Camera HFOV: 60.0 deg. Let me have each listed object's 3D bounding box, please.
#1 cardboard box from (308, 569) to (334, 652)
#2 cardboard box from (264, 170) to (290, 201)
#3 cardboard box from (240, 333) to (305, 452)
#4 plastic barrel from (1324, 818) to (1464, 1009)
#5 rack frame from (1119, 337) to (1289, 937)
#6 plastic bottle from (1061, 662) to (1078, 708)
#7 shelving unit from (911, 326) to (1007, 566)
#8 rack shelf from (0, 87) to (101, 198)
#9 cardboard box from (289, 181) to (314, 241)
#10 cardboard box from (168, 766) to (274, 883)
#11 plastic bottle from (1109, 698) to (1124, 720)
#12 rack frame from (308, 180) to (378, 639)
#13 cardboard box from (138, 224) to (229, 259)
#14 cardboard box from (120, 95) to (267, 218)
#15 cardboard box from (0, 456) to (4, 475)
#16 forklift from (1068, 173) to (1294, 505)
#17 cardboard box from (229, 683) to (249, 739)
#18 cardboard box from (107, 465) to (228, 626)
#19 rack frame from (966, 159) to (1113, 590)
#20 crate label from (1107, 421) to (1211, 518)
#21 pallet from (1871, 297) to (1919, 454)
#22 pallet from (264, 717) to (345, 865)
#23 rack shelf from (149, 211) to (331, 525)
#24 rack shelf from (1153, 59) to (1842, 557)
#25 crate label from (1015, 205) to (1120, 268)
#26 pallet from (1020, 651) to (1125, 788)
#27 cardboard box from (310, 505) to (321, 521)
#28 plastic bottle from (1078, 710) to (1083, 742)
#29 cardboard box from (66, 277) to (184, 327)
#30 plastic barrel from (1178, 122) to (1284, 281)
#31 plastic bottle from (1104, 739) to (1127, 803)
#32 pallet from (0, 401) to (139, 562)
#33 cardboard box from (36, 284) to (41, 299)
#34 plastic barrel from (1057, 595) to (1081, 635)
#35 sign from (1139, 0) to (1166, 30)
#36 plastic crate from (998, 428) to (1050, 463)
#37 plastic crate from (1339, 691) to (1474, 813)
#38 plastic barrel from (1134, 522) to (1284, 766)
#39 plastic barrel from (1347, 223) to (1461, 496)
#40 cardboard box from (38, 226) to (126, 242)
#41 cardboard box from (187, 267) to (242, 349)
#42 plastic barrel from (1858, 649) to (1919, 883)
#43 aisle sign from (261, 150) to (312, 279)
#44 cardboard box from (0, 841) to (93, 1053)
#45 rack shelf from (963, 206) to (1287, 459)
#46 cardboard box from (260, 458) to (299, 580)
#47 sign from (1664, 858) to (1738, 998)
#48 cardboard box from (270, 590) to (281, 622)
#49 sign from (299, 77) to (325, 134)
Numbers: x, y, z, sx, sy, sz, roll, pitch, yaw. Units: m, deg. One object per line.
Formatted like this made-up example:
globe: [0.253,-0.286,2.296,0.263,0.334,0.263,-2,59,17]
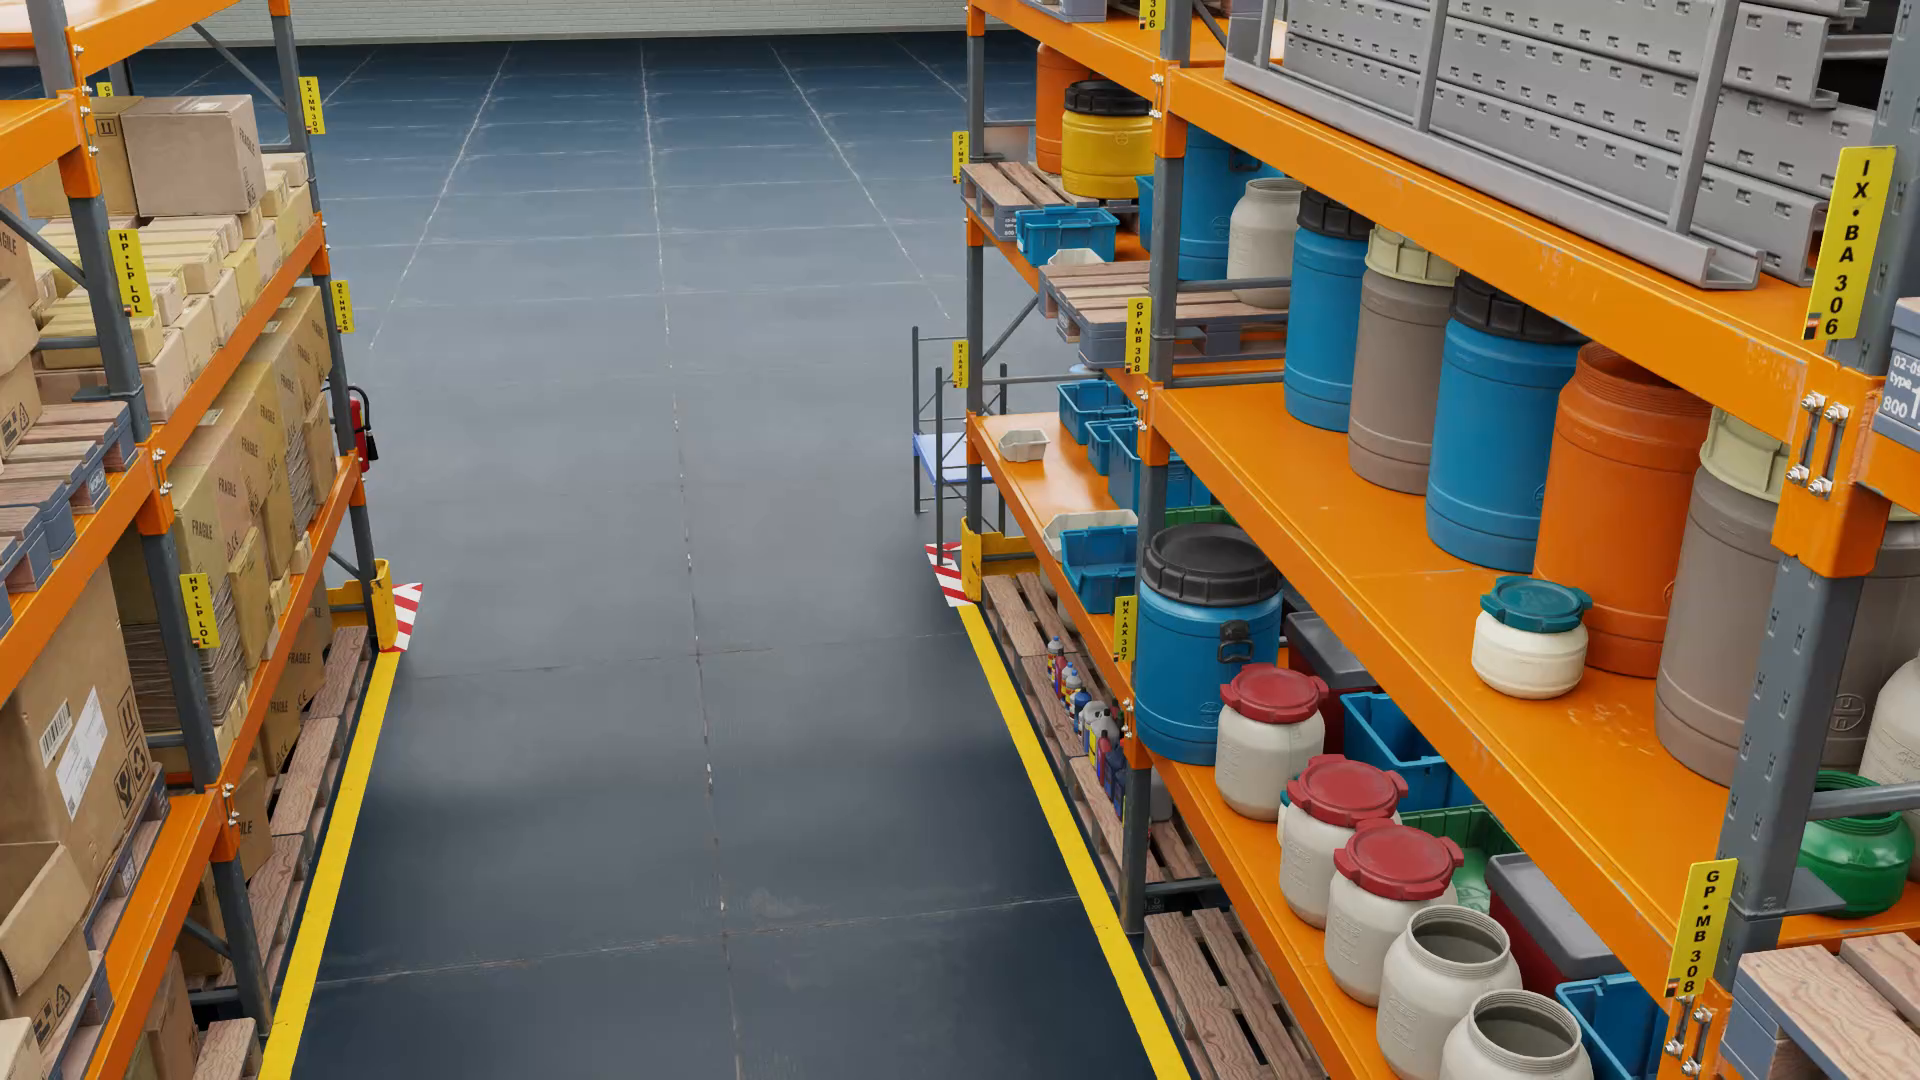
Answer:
cardboard box: [-4.223,0.485,10.233,0.500,0.500,0.500,0,24,0]
cardboard box: [-3.872,-1.907,9.053,0.380,0.149,0.250,-5,24,-12]
cardboard box: [-3.789,-0.764,8.749,0.500,0.500,0.500,-4,24,-10]
plastic barrel: [1.463,1.281,5.643,0.433,0.535,0.433,0,24,0]
rack frame: [1.286,0.492,7.619,1.000,3.000,0.127,-4,24,-10]
plastic bottle: [0.638,0.838,9.685,0.097,0.271,0.097,0,24,0]
shelving unit: [-0.016,-0.721,12.269,0.538,1.500,1.048,-4,24,-10]
rack shelf: [-3.212,-0.591,4.002,1.077,0.370,4.000,-4,24,-10]
cardboard box: [-3.983,-1.850,9.421,0.500,0.250,0.500,-4,24,-9]
cardboard box: [-3.730,1.426,8.078,0.500,0.500,0.500,3,24,7]
plastic bottle: [0.867,1.028,9.235,0.061,0.283,0.133,-4,24,-10]
rack frame: [-4.322,-0.715,10.382,1.000,3.000,0.127,-4,24,-10]
cardboard box: [-3.698,-1.390,7.869,0.380,0.149,0.250,-4,24,-8]
cardboard box: [-3.786,-1.910,8.249,0.500,0.500,0.500,-4,24,-10]
cardboard box: [-3.310,-0.285,5.293,0.396,0.266,0.258,-3,24,-8]
forklift: [2.404,-1.746,12.828,3.031,2.935,1.130,-8,25,-18]
cardboard box: [-3.359,0.767,7.302,0.380,0.149,0.250,-4,24,-10]
cardboard box: [-3.415,0.022,6.949,0.500,0.500,0.500,-4,24,-10]
rack frame: [0.546,-1.082,11.222,1.000,3.000,0.127,-4,24,-10]
crate label: [1.152,-0.394,9.603,0.502,0.435,0.616,-4,24,-10]
pallet: [2.128,-0.128,2.279,1.213,0.211,1.003,-4,24,-10]
pallet: [-3.970,1.394,9.038,1.003,0.211,1.213,-4,24,-10]
rack shelf: [-3.952,-0.973,8.125,1.077,0.370,4.000,-4,24,-10]
rack shelf: [1.656,-0.958,4.841,1.077,0.370,4.000,-4,24,-10]
crate label: [0.567,-1.628,8.909,0.502,0.251,0.408,-4,24,-10]
pallet: [0.973,1.021,9.890,1.003,0.211,1.213,-4,24,-10]
cardboard box: [-3.892,-0.211,9.541,0.380,0.149,0.250,-4,24,-10]
plastic bottle: [0.713,1.029,9.335,0.097,0.201,0.097,0,24,0]
cardboard box: [-3.485,-0.989,6.952,0.380,0.149,0.250,-4,24,-9]
plastic barrel: [1.207,-1.705,7.749,0.600,0.901,0.708,-4,24,-10]
plastic bottle: [0.848,1.196,8.765,0.144,0.351,0.185,-6,24,-12]
pallet: [-3.572,-0.180,5.643,1.213,0.211,1.003,-4,24,-10]
cardboard box: [-4.017,-0.941,6.841,0.380,0.149,0.250,-6,24,-12]
plastic barrel: [0.836,0.316,10.604,0.421,0.512,0.421,0,24,0]
sign: [0.743,-2.126,6.377,0.100,0.325,0.005,-4,24,-10]
plastic crate: [0.395,-0.585,10.414,0.298,0.136,0.250,-4,24,-10]
plastic crate: [1.795,0.910,6.682,0.392,0.384,0.575,-4,24,-10]
plastic barrel: [1.059,0.436,7.120,0.600,0.901,0.708,-4,24,-10]
plastic barrel: [1.714,-0.672,5.908,0.600,0.901,0.600,0,24,0]
cardboard box: [-4.138,-1.367,7.817,0.380,0.149,0.250,-5,24,-12]
cardboard box: [-3.598,-1.048,7.583,0.500,0.250,0.500,-5,24,-12]
plastic barrel: [2.269,0.494,3.726,0.421,0.512,0.421,0,24,0]
aisle sign: [-4.038,-1.953,9.969,0.394,0.787,0.004,-4,24,-10]
cardboard box: [-3.171,1.293,5.130,0.797,0.503,0.637,-2,24,-4]
rack shelf: [0.916,-1.340,8.964,1.077,0.370,4.000,-4,24,-10]
cardboard box: [-3.905,-0.094,8.463,0.875,0.500,0.500,-4,24,-10]
sign: [1.486,0.782,3.338,0.100,0.325,0.005,-4,24,-10]
cardboard box: [-3.581,0.377,8.196,0.380,0.149,0.250,-4,24,-10]
sign: [-3.772,-2.529,9.681,0.100,0.325,0.005,-4,24,-10]
